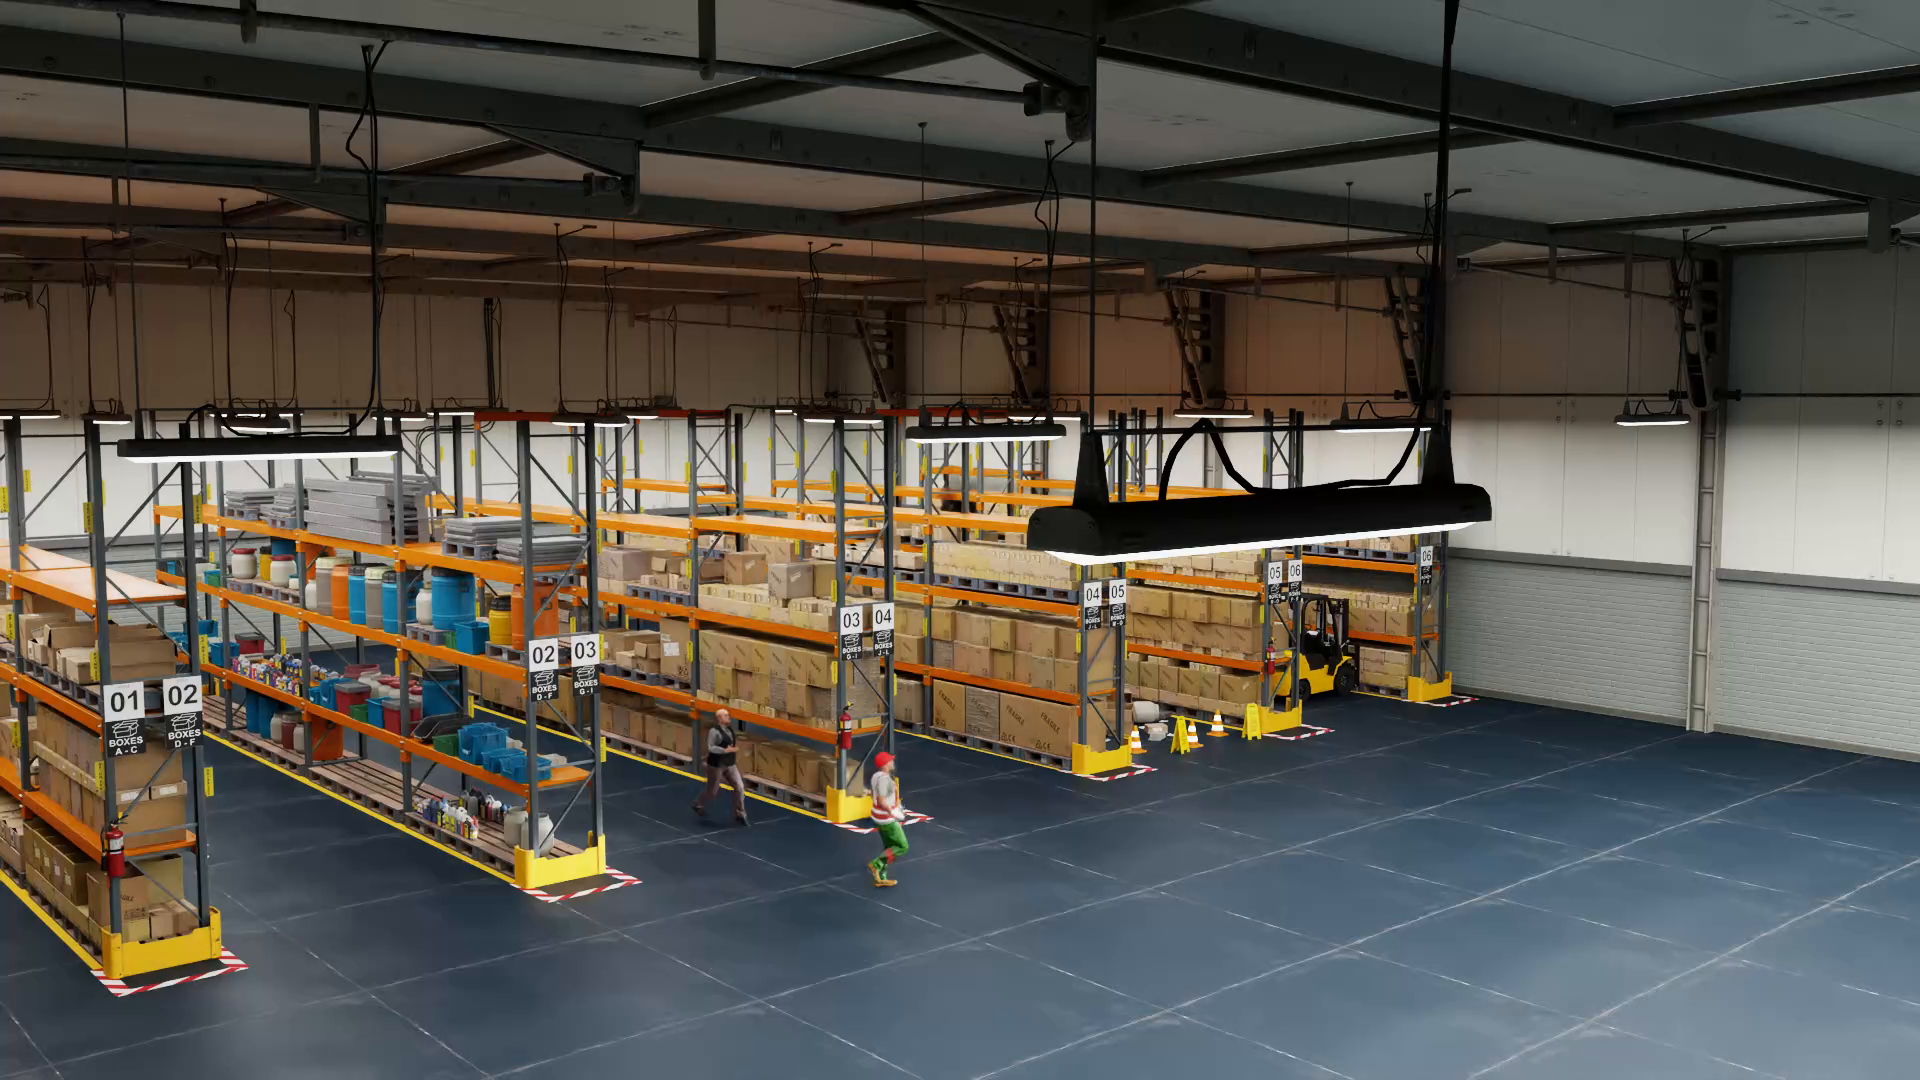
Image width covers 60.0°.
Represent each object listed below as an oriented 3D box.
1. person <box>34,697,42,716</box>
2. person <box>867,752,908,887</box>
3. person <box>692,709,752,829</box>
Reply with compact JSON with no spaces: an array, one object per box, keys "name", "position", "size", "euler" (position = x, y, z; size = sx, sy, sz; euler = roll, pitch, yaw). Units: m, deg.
[{"name":"person","position":[-16.910,2.747,30.557],"size":[0.989,1.775,0.670],"euler":[4,6,36]},{"name":"person","position":[-0.942,3.581,21.363],"size":[0.580,1.738,0.633],"euler":[-2,5,-19]},{"name":"person","position":[-3.540,3.347,24.371],"size":[1.009,1.770,0.624],"euler":[3,6,35]}]
